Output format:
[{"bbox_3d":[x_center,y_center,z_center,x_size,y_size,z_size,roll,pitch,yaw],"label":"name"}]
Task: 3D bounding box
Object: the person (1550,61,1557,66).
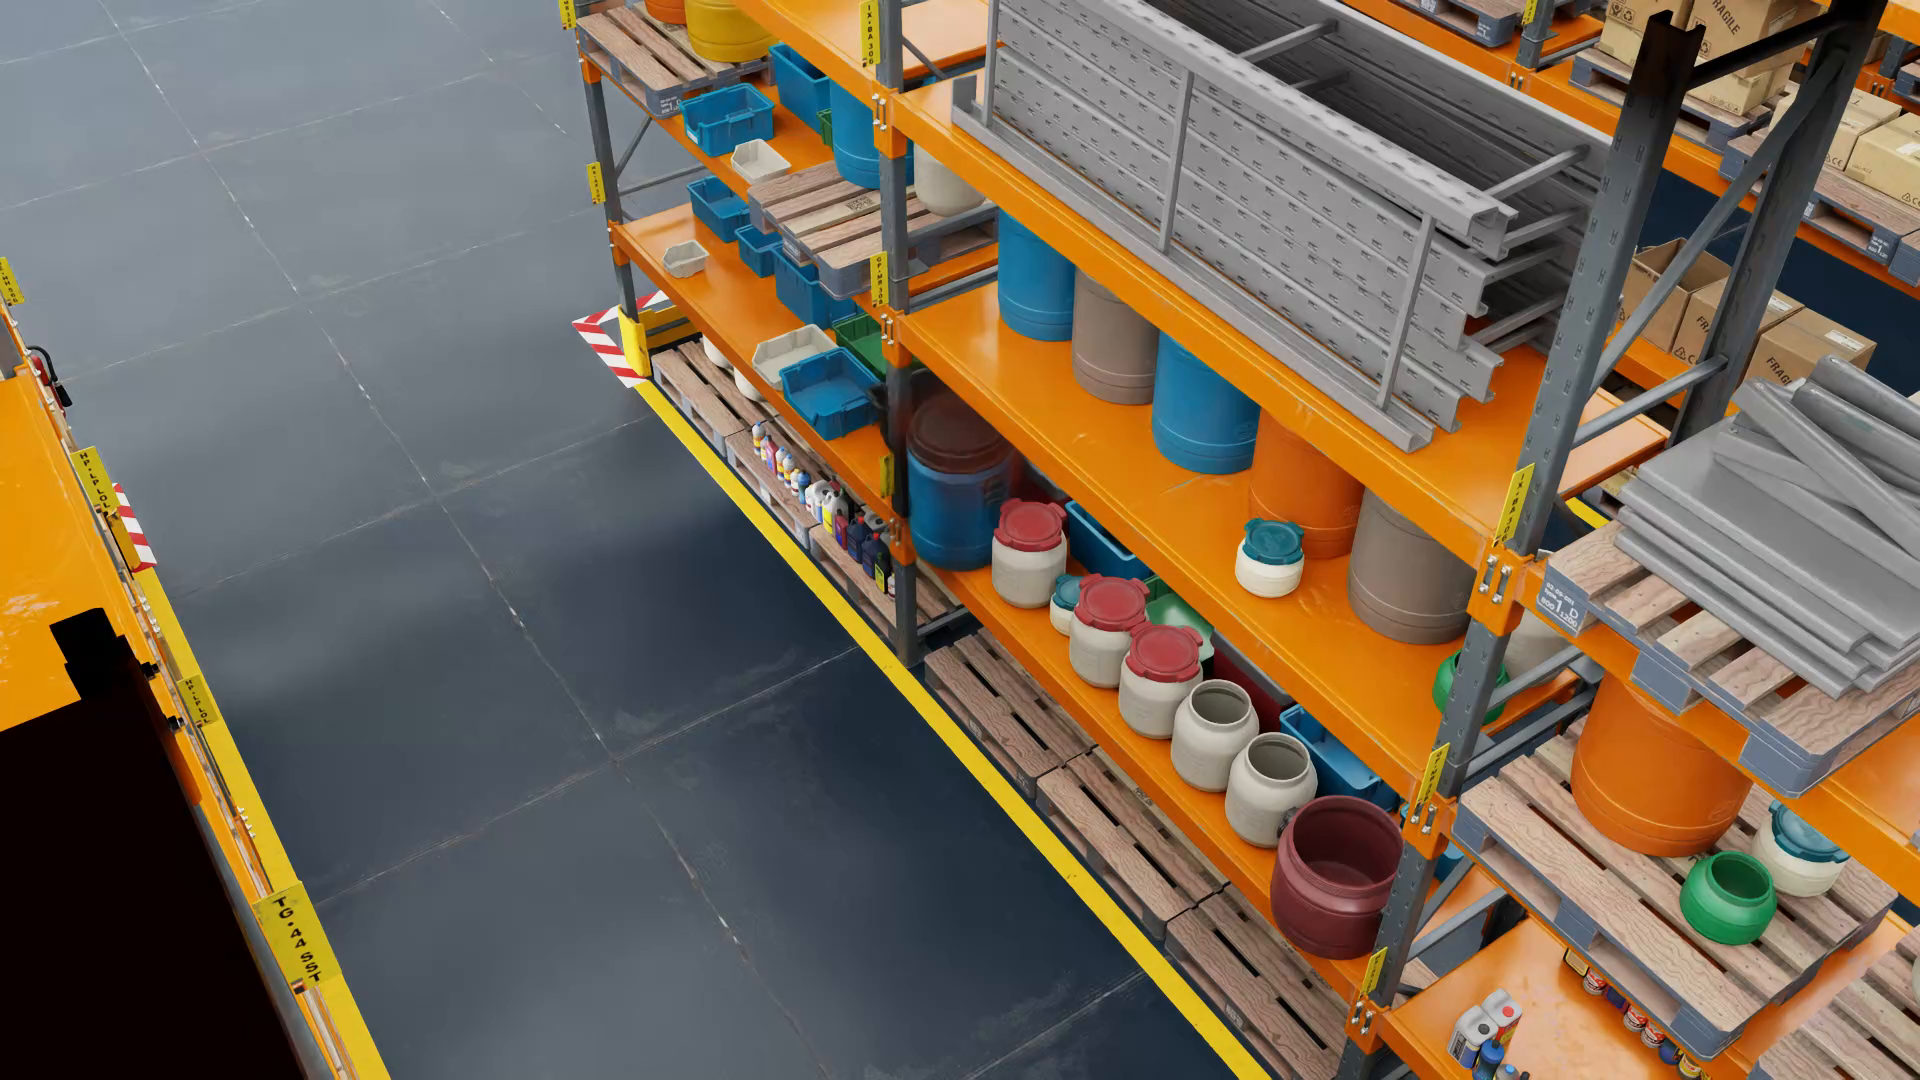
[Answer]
[{"bbox_3d":[4.859,-3.407,14.221,1.021,1.664,0.554,28,50,27],"label":"person"}]
